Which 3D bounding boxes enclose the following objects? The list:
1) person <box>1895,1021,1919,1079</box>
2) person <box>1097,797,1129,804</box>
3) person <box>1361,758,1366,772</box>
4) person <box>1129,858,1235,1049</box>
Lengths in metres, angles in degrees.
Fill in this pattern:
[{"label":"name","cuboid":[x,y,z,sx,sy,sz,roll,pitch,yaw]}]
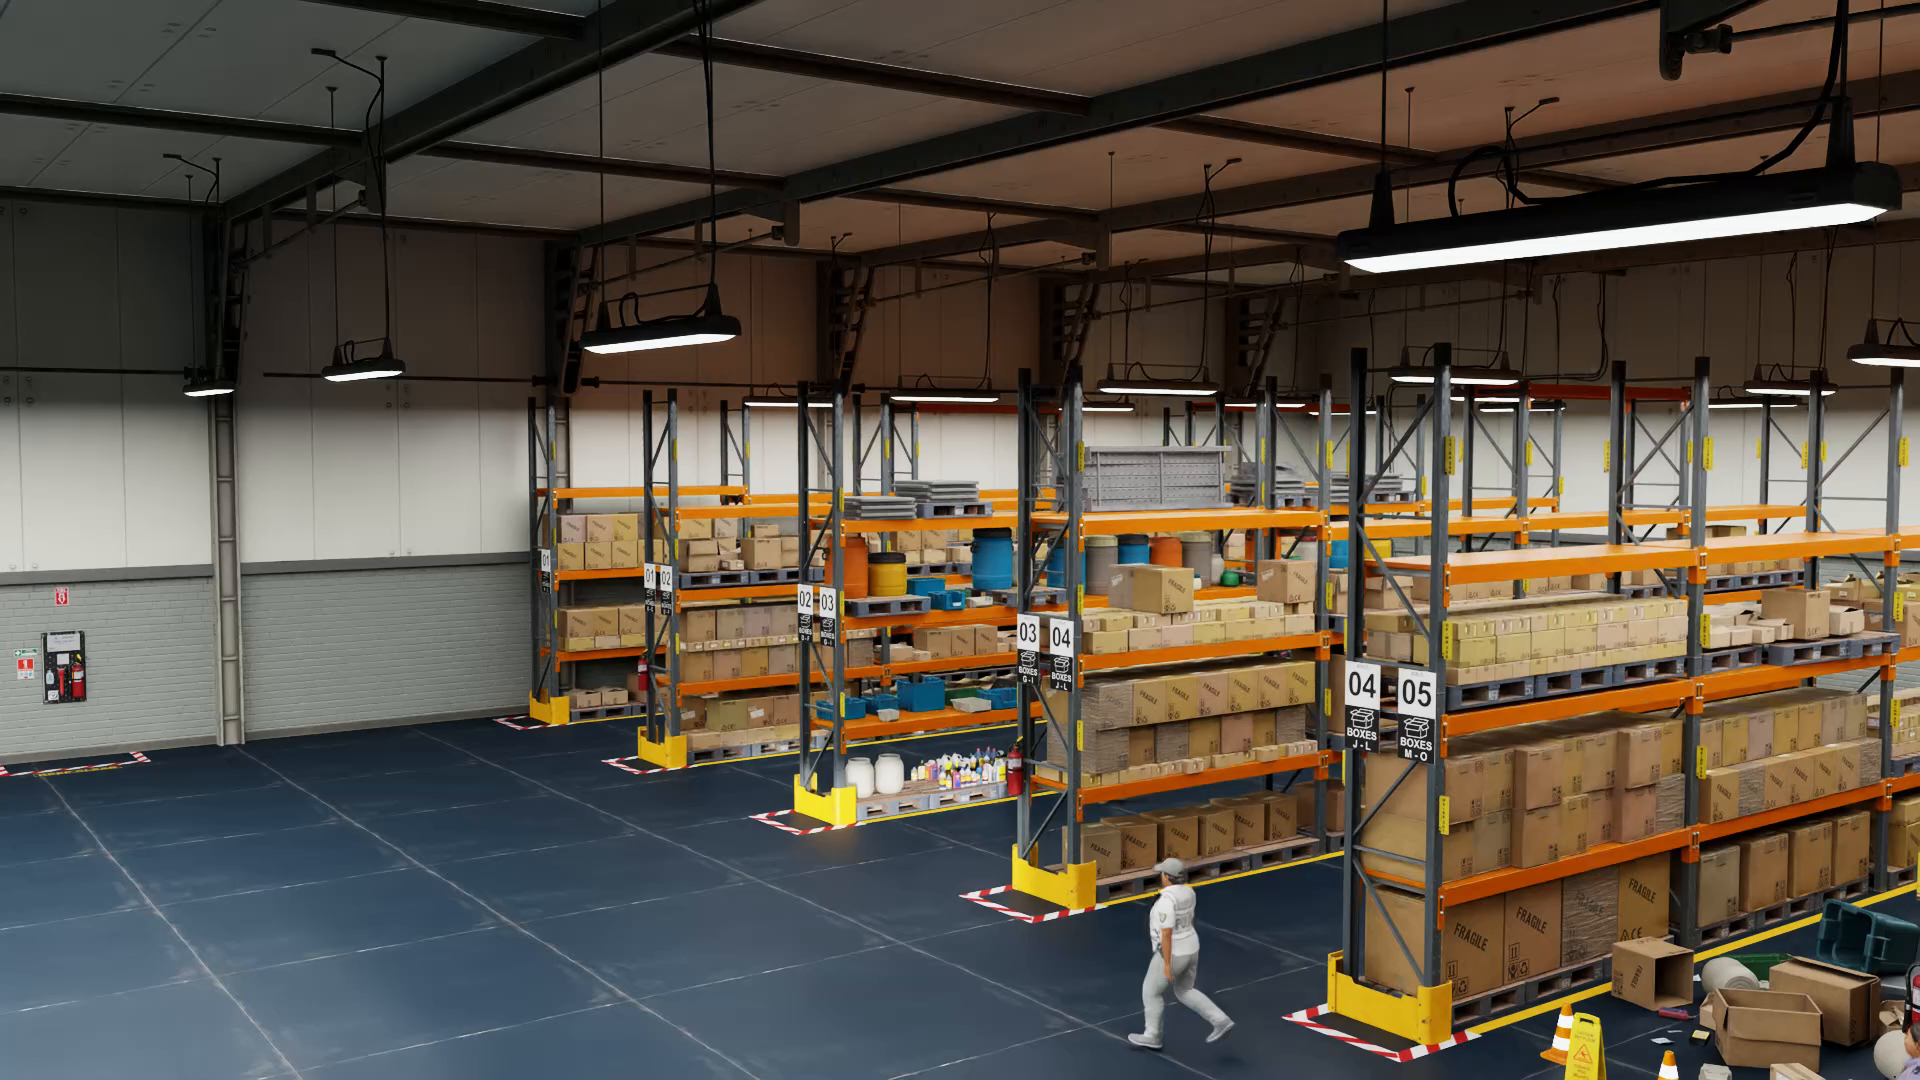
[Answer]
[{"label":"person","cuboid":[5.850,3.725,10.089,0.478,1.640,0.489,3,5,45]},{"label":"person","cuboid":[2.216,2.886,23.792,0.622,1.859,0.506,3,5,42]},{"label":"person","cuboid":[6.050,2.905,24.415,0.608,1.652,0.501,-1,4,-23]},{"label":"person","cuboid":[1.859,3.504,14.058,0.877,1.626,0.474,2,4,28]}]
